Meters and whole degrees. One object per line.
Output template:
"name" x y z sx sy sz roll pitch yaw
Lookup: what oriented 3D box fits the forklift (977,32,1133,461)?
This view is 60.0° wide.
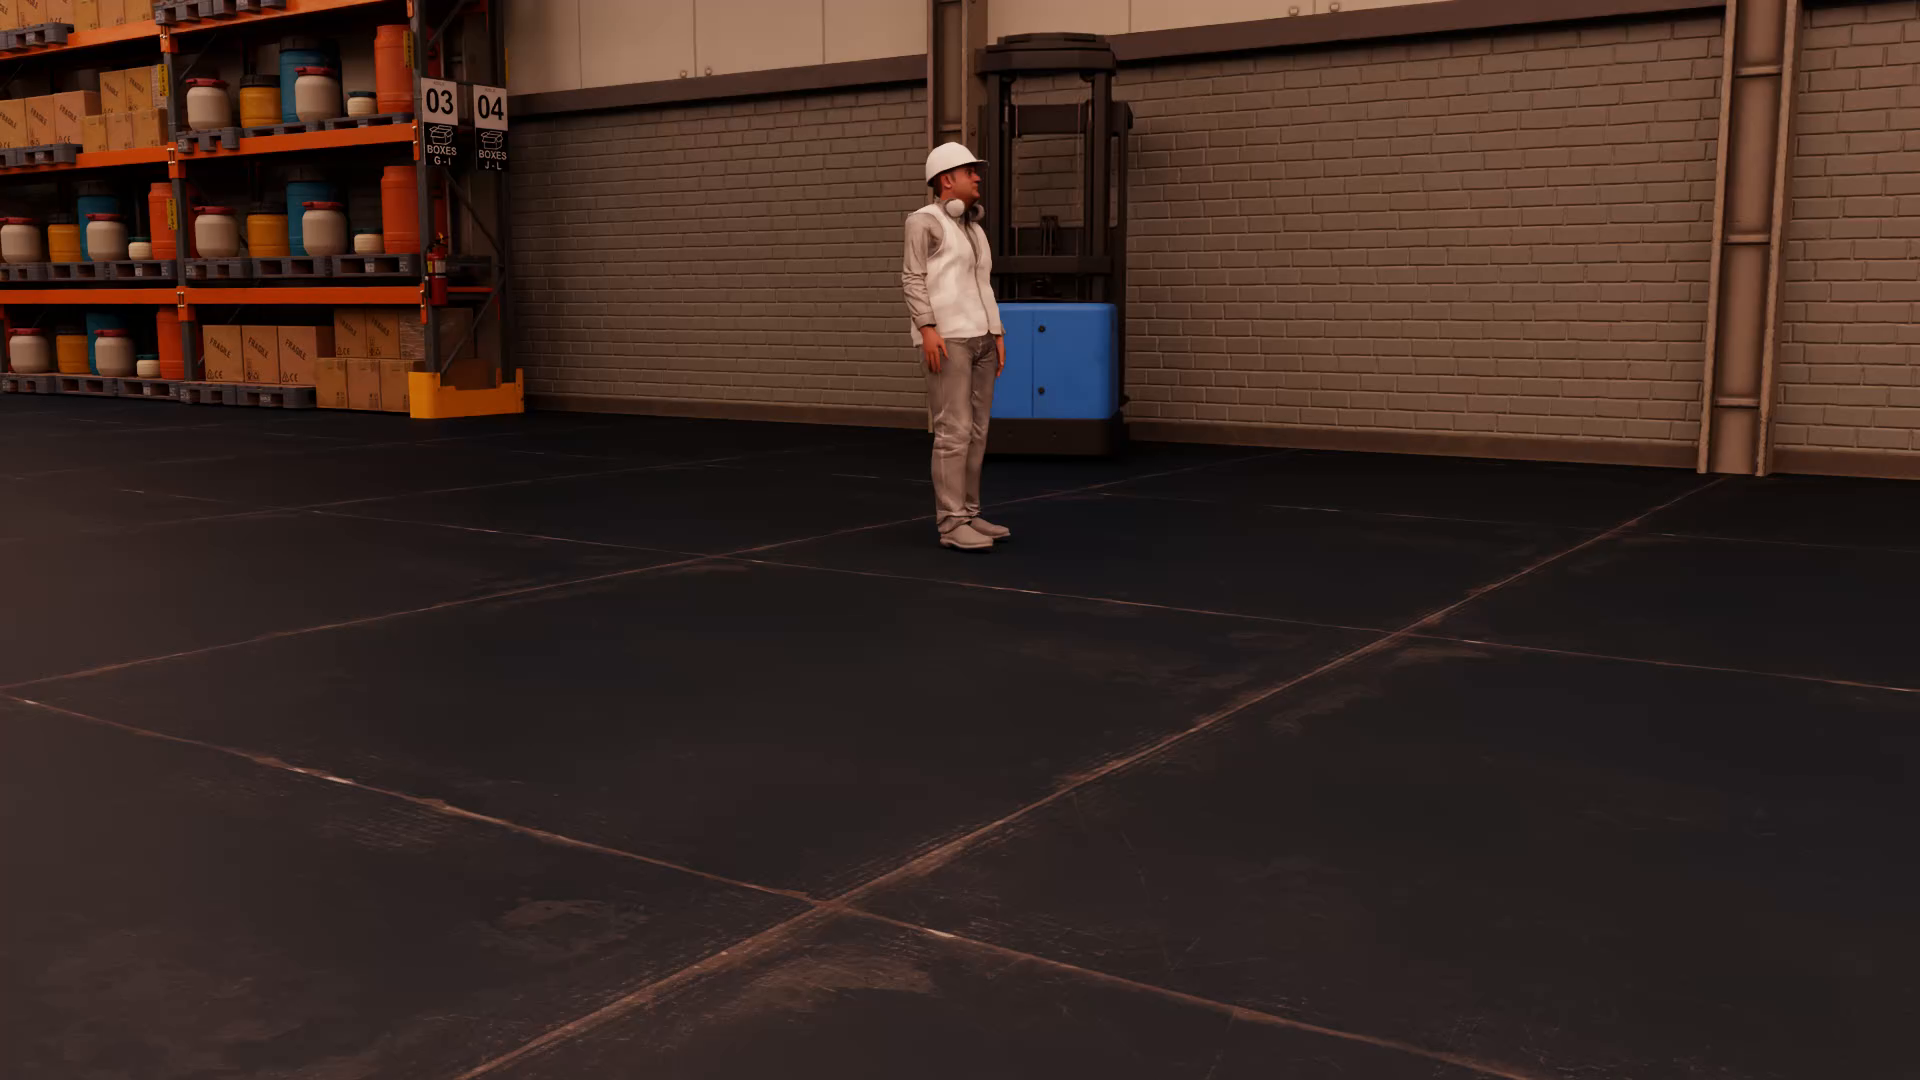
"forklift" 0.708 -2.161 12.390 1.130 2.935 3.031 1 8 8

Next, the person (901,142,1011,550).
"person" 0.048 -0.880 7.437 0.566 1.775 0.634 5 10 34
